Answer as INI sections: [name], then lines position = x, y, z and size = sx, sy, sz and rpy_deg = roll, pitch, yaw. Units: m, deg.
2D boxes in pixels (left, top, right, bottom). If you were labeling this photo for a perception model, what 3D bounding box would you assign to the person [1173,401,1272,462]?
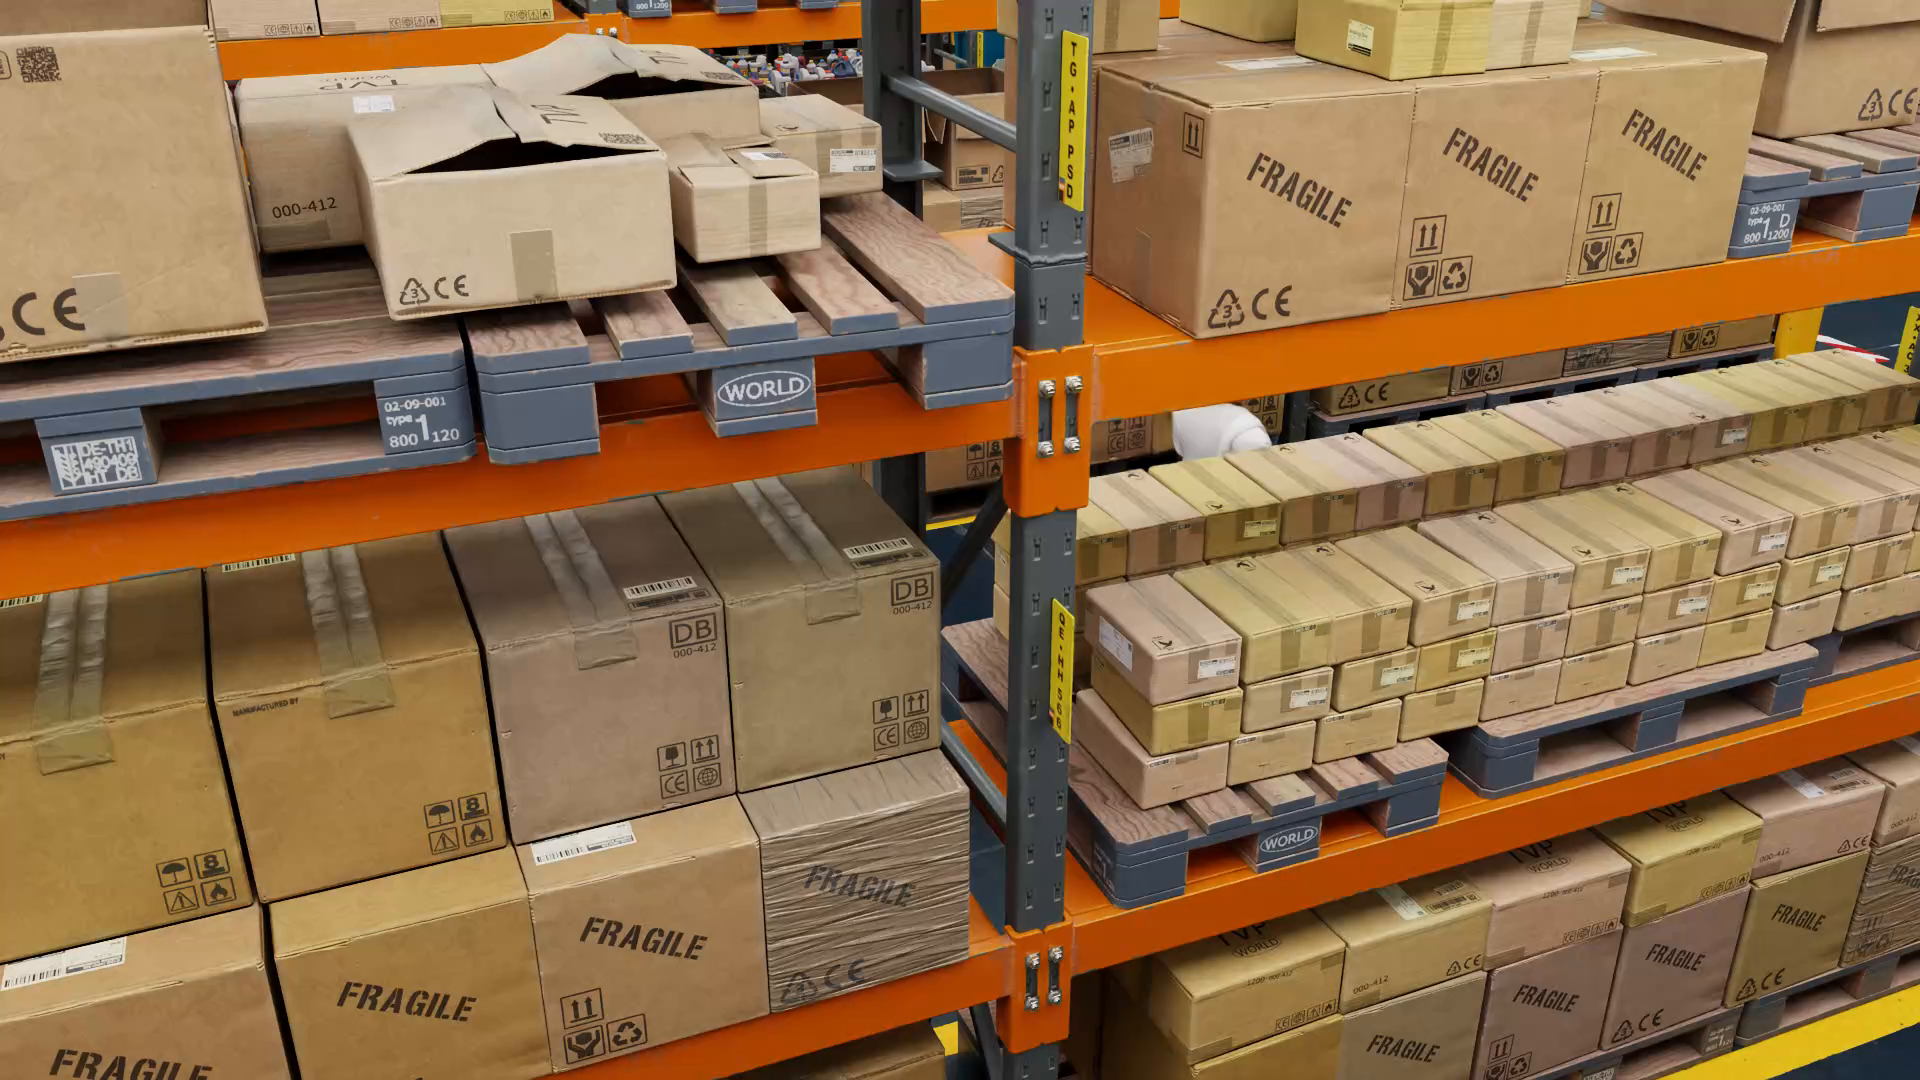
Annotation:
[person]
position = 1.116, -0.066, 7.214
size = 0.998, 1.728, 0.563
rpy_deg = -19, 31, -34
